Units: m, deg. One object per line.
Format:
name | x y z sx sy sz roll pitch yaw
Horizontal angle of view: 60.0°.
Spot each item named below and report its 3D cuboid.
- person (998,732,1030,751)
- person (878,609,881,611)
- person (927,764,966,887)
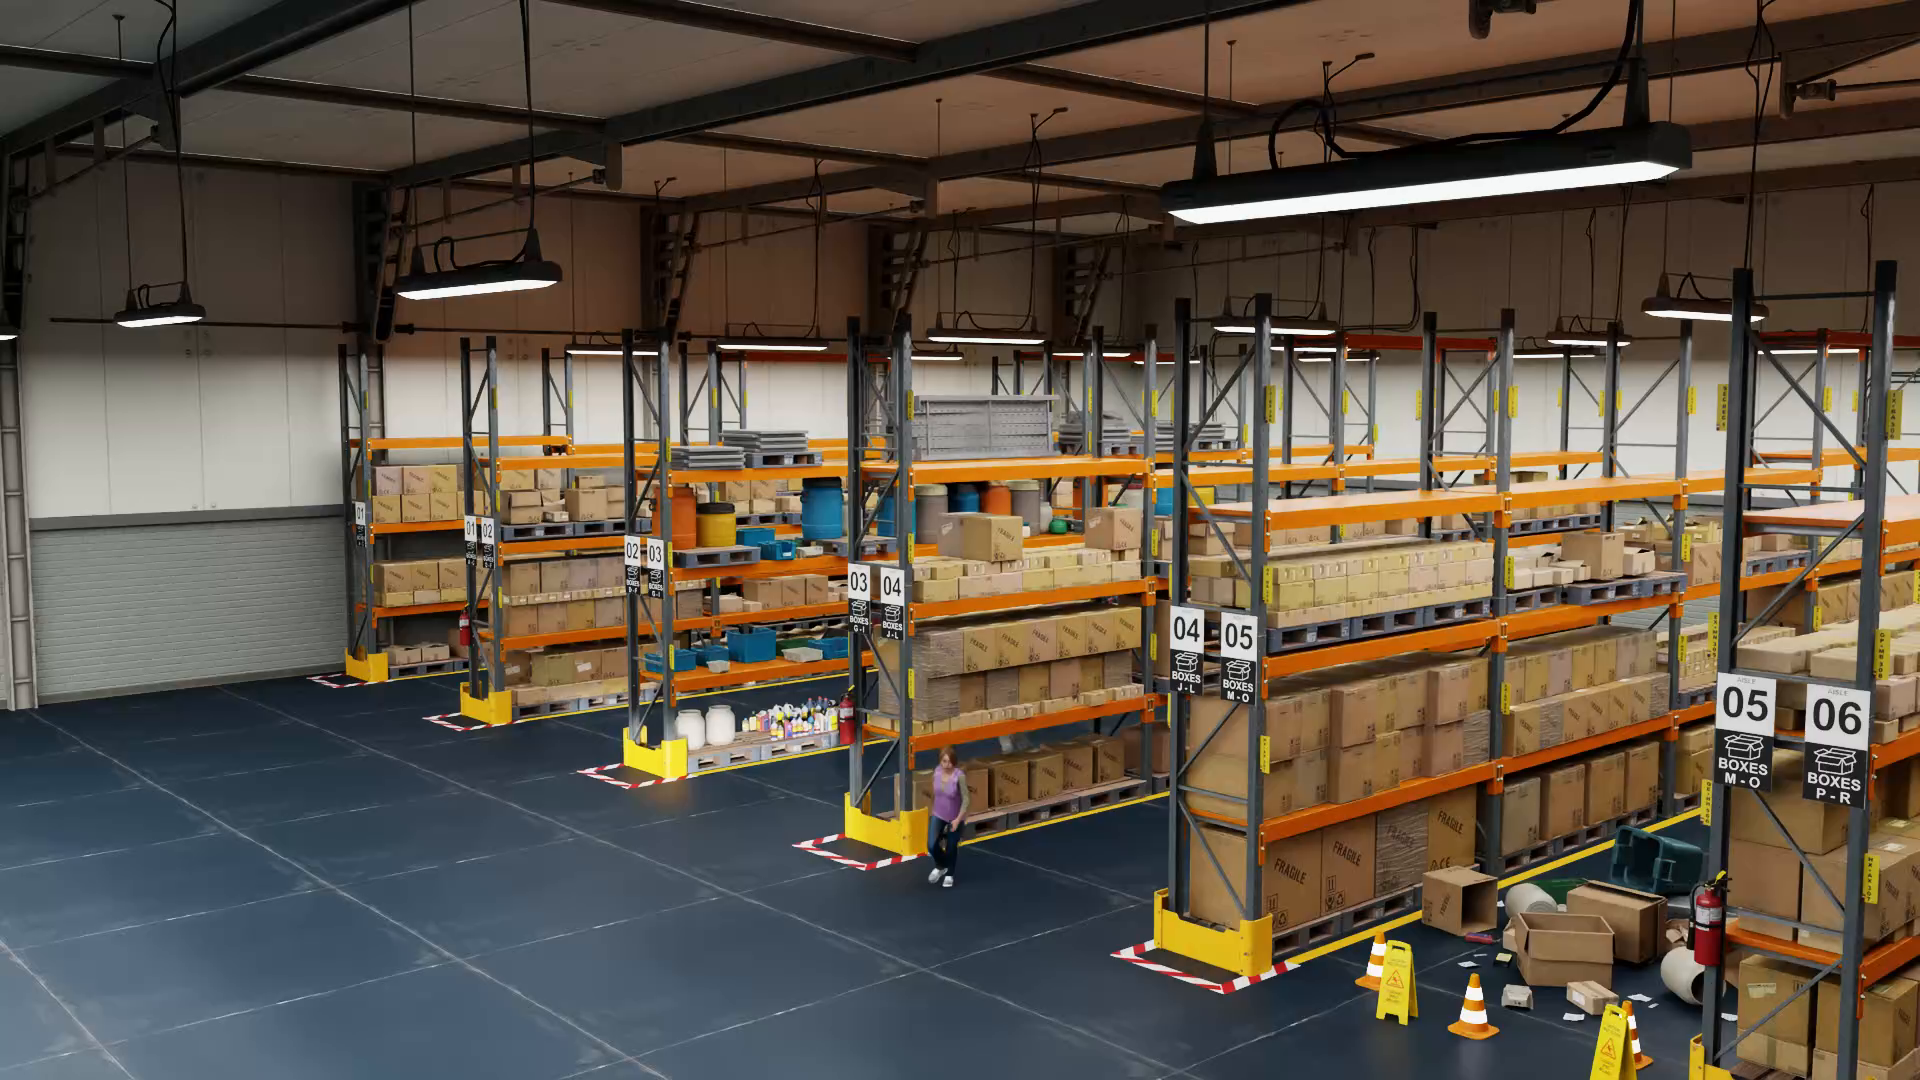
person | 0.615 2.086 22.102 0.493 1.518 0.558 0 5 -5
person | -1.496 1.222 35.503 0.528 1.324 0.635 4 6 38
person | -0.118 2.958 17.186 0.447 1.338 0.562 2 5 17
